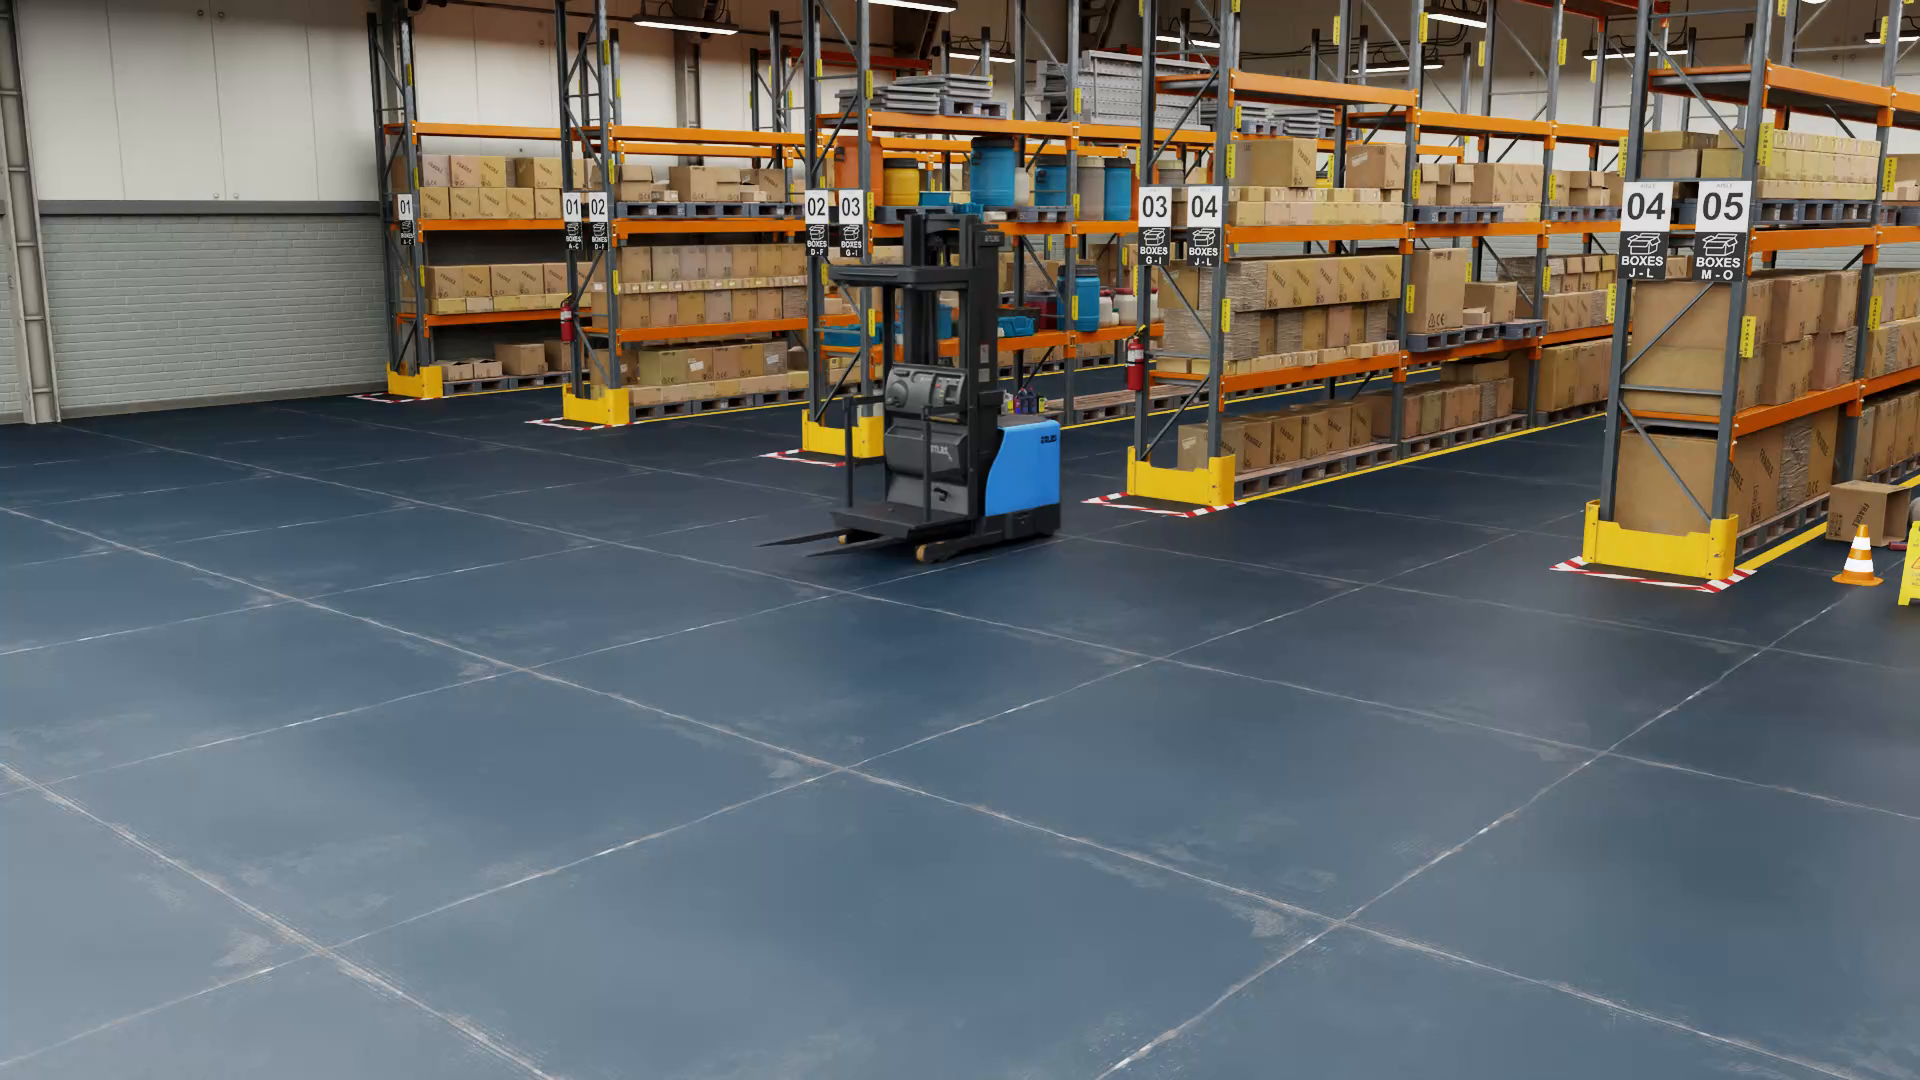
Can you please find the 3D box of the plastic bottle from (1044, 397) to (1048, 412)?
[{"bbox_3d":[1.168,-1.877,23.011,0.097,0.201,0.097,0,11,0],"label":"plastic bottle"}]

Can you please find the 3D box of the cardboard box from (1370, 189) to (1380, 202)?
[{"bbox_3d":[4.550,-3.919,18.919,0.380,0.149,0.250,9,14,38],"label":"cardboard box"}]

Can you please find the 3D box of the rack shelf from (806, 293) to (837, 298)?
[{"bbox_3d":[-2.308,-4.938,34.152,1.077,0.370,4.000,10,15,40],"label":"rack shelf"}]

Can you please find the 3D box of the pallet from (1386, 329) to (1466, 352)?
[{"bbox_3d":[5.507,-2.486,20.530,1.003,0.211,1.213,10,15,40],"label":"pallet"}]

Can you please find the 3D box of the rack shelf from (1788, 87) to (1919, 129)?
[{"bbox_3d":[9.873,-4.518,17.753,1.077,0.370,4.000,10,15,40],"label":"rack shelf"}]

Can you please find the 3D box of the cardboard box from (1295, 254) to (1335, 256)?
[{"bbox_3d":[4.077,-3.065,19.369,0.500,0.500,0.500,10,15,40],"label":"cardboard box"}]

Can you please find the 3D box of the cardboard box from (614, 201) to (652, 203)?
[{"bbox_3d":[-5.848,-6.204,29.668,0.500,0.500,0.500,-9,15,-39],"label":"cardboard box"}]

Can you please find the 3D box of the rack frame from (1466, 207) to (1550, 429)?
[{"bbox_3d":[7.534,-3.075,22.989,1.000,3.000,0.127,10,15,40],"label":"rack frame"}]

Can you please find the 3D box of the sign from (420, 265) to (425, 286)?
[{"bbox_3d":[-8.502,-4.174,26.279,0.100,0.325,0.005,10,15,40],"label":"sign"}]

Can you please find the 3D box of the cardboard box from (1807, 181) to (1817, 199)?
[{"bbox_3d":[7.212,-3.040,14.465,0.380,0.149,0.250,10,15,40],"label":"cardboard box"}]

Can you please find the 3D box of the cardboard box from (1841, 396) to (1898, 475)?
[{"bbox_3d":[9.534,-1.178,18.160,1.050,0.750,0.750,10,15,40],"label":"cardboard box"}]

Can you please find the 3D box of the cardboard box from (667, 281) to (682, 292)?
[{"bbox_3d":[-4.259,-3.689,24.151,0.380,0.149,0.250,9,15,39],"label":"cardboard box"}]

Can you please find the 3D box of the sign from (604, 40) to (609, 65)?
[{"bbox_3d":[-4.773,-6.585,22.453,0.100,0.325,0.005,10,15,40],"label":"sign"}]

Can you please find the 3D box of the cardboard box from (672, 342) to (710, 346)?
[{"bbox_3d":[-4.075,-2.745,25.367,0.500,0.500,0.500,10,15,40],"label":"cardboard box"}]

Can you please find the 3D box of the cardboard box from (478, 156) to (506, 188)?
[{"bbox_3d":[-7.774,-6.009,27.160,0.500,0.500,0.500,10,15,42],"label":"cardboard box"}]

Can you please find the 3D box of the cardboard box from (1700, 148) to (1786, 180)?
[{"bbox_3d":[6.423,-3.078,13.641,0.500,0.250,0.500,10,15,40],"label":"cardboard box"}]

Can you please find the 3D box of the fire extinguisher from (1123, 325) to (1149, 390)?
[{"bbox_3d":[1.831,-1.903,17.318,0.296,0.674,0.183,10,15,40],"label":"fire extinguisher"}]

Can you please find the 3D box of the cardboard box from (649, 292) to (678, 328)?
[{"bbox_3d":[-4.525,-3.374,24.227,0.700,0.500,0.500,10,15,42],"label":"cardboard box"}]

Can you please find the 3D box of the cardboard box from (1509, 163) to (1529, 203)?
[{"bbox_3d":[7.077,-4.661,21.738,0.500,0.500,0.500,10,15,40],"label":"cardboard box"}]

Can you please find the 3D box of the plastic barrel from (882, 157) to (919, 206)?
[{"bbox_3d":[-0.810,-4.492,20.871,0.600,0.588,0.600,0,11,0],"label":"plastic barrel"}]

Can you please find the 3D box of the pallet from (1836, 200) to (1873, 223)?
[{"bbox_3d":[8.005,-3.139,15.876,1.003,0.211,1.213,10,15,40],"label":"pallet"}]

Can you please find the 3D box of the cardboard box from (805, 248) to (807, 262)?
[{"bbox_3d":[-3.116,-5.607,32.683,0.500,0.250,0.500,10,15,42],"label":"cardboard box"}]

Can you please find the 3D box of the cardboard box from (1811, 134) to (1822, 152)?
[{"bbox_3d":[7.211,-3.431,14.388,0.380,0.149,0.250,10,15,40],"label":"cardboard box"}]

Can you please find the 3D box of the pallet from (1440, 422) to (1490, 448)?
[{"bbox_3d":[6.211,-1.414,21.793,1.003,0.211,1.213,10,15,40],"label":"pallet"}]

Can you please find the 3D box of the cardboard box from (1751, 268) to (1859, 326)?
[{"bbox_3d":[8.283,-2.384,16.387,0.875,0.550,0.550,10,15,40],"label":"cardboard box"}]

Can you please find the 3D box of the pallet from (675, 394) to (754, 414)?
[{"bbox_3d":[-3.907,-2.109,25.269,1.003,0.211,1.213,10,15,40],"label":"pallet"}]

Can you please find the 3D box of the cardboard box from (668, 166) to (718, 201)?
[{"bbox_3d":[-3.884,-5.183,24.199,0.500,0.500,0.500,10,15,40],"label":"cardboard box"}]

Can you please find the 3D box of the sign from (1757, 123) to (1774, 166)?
[{"bbox_3d":[6.325,-3.108,13.060,0.100,0.325,0.005,10,15,40],"label":"sign"}]

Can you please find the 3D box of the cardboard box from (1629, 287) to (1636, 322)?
[{"bbox_3d":[10.071,-3.609,25.404,0.500,0.500,0.500,10,15,41],"label":"cardboard box"}]

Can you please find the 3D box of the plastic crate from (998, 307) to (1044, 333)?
[{"bbox_3d":[0.732,-3.036,22.951,0.767,0.338,0.504,10,15,40],"label":"plastic crate"}]

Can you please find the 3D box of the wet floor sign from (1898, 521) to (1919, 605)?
[{"bbox_3d":[7.380,0.173,12.738,0.267,0.644,0.232,7,13,31],"label":"wet floor sign"}]

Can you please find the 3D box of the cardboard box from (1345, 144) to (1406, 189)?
[{"bbox_3d":[4.788,-4.299,19.164,0.500,0.500,0.500,9,15,39],"label":"cardboard box"}]

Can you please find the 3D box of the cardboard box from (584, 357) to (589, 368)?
[{"bbox_3d":[-6.600,-3.152,29.483,0.380,0.166,0.250,7,14,33],"label":"cardboard box"}]

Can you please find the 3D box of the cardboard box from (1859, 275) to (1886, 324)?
[{"bbox_3d":[9.214,-2.520,17.399,0.700,0.500,0.500,9,15,39],"label":"cardboard box"}]

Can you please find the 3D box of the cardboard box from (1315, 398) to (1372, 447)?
[{"bbox_3d":[4.599,-1.413,19.977,0.500,0.500,0.500,9,15,39],"label":"cardboard box"}]

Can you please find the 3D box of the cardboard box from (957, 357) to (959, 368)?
[{"bbox_3d":[-0.069,-3.105,29.087,0.500,0.250,0.500,10,15,42],"label":"cardboard box"}]

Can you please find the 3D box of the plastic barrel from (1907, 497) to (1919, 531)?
[{"bbox_3d":[8.956,-0.202,15.181,0.421,0.421,0.512,-2,11,-9],"label":"plastic barrel"}]

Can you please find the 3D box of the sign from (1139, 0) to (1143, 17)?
[{"bbox_3d":[1.850,-5.451,16.776,0.100,0.325,0.005,10,15,40],"label":"sign"}]

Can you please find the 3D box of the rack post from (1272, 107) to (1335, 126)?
[{"bbox_3d":[5.874,-7.089,27.961,0.937,0.300,0.954,9,15,39],"label":"rack post"}]

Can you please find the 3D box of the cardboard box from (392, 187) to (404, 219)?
[{"bbox_3d":[-8.824,-5.444,26.881,0.500,0.500,0.500,-11,16,-43],"label":"cardboard box"}]

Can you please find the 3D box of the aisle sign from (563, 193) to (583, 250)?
[{"bbox_3d":[-5.450,-4.483,23.398,0.394,0.787,0.004,10,15,40],"label":"aisle sign"}]

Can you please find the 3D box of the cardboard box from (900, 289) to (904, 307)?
[{"bbox_3d":[-1.000,-4.157,28.148,0.500,0.500,0.500,9,14,37],"label":"cardboard box"}]

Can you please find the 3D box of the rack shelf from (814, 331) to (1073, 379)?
[{"bbox_3d":[-0.147,-2.480,21.846,1.077,0.370,4.000,10,15,40],"label":"rack shelf"}]

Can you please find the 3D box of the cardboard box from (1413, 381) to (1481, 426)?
[{"bbox_3d":[6.381,-1.797,21.845,0.500,0.500,0.700,-11,15,-43],"label":"cardboard box"}]

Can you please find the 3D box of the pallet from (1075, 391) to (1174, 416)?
[{"bbox_3d":[2.467,-2.061,25.028,1.003,0.211,1.213,10,15,40],"label":"pallet"}]

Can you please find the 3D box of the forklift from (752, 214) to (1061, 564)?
[{"bbox_3d":[-0.450,-1.346,14.507,1.130,2.935,3.031,11,16,43],"label":"forklift"}]

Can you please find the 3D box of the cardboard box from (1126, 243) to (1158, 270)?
[{"bbox_3d":[3.598,-5.593,32.788,0.500,0.500,0.500,9,15,39],"label":"cardboard box"}]

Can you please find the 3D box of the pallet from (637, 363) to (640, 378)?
[{"bbox_3d":[-5.756,-3.155,30.509,1.003,0.211,1.213,10,15,40],"label":"pallet"}]

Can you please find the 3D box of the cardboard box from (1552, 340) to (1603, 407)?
[{"bbox_3d":[8.599,-2.468,24.302,1.225,0.875,0.875,10,15,41],"label":"cardboard box"}]

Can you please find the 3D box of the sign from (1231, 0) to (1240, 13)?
[{"bbox_3d":[2.661,-5.267,16.058,0.100,0.325,0.005,10,15,40],"label":"sign"}]

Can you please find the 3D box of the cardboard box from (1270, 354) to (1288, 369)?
[{"bbox_3d":[3.296,-1.931,17.900,0.380,0.149,0.250,10,15,40],"label":"cardboard box"}]

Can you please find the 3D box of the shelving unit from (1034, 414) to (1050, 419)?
[{"bbox_3d":[0.693,-0.655,15.850,0.215,1.050,0.252,11,16,43],"label":"shelving unit"}]

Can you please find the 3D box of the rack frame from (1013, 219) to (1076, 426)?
[{"bbox_3d":[1.173,-3.127,23.249,1.000,3.000,0.127,10,15,40],"label":"rack frame"}]

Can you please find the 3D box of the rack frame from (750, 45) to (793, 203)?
[{"bbox_3d":[-3.628,-7.939,32.021,1.000,3.000,0.127,10,15,40],"label":"rack frame"}]

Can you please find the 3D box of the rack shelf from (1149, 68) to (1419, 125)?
[{"bbox_3d":[3.573,-4.780,18.052,1.077,0.370,4.000,10,15,40],"label":"rack shelf"}]
